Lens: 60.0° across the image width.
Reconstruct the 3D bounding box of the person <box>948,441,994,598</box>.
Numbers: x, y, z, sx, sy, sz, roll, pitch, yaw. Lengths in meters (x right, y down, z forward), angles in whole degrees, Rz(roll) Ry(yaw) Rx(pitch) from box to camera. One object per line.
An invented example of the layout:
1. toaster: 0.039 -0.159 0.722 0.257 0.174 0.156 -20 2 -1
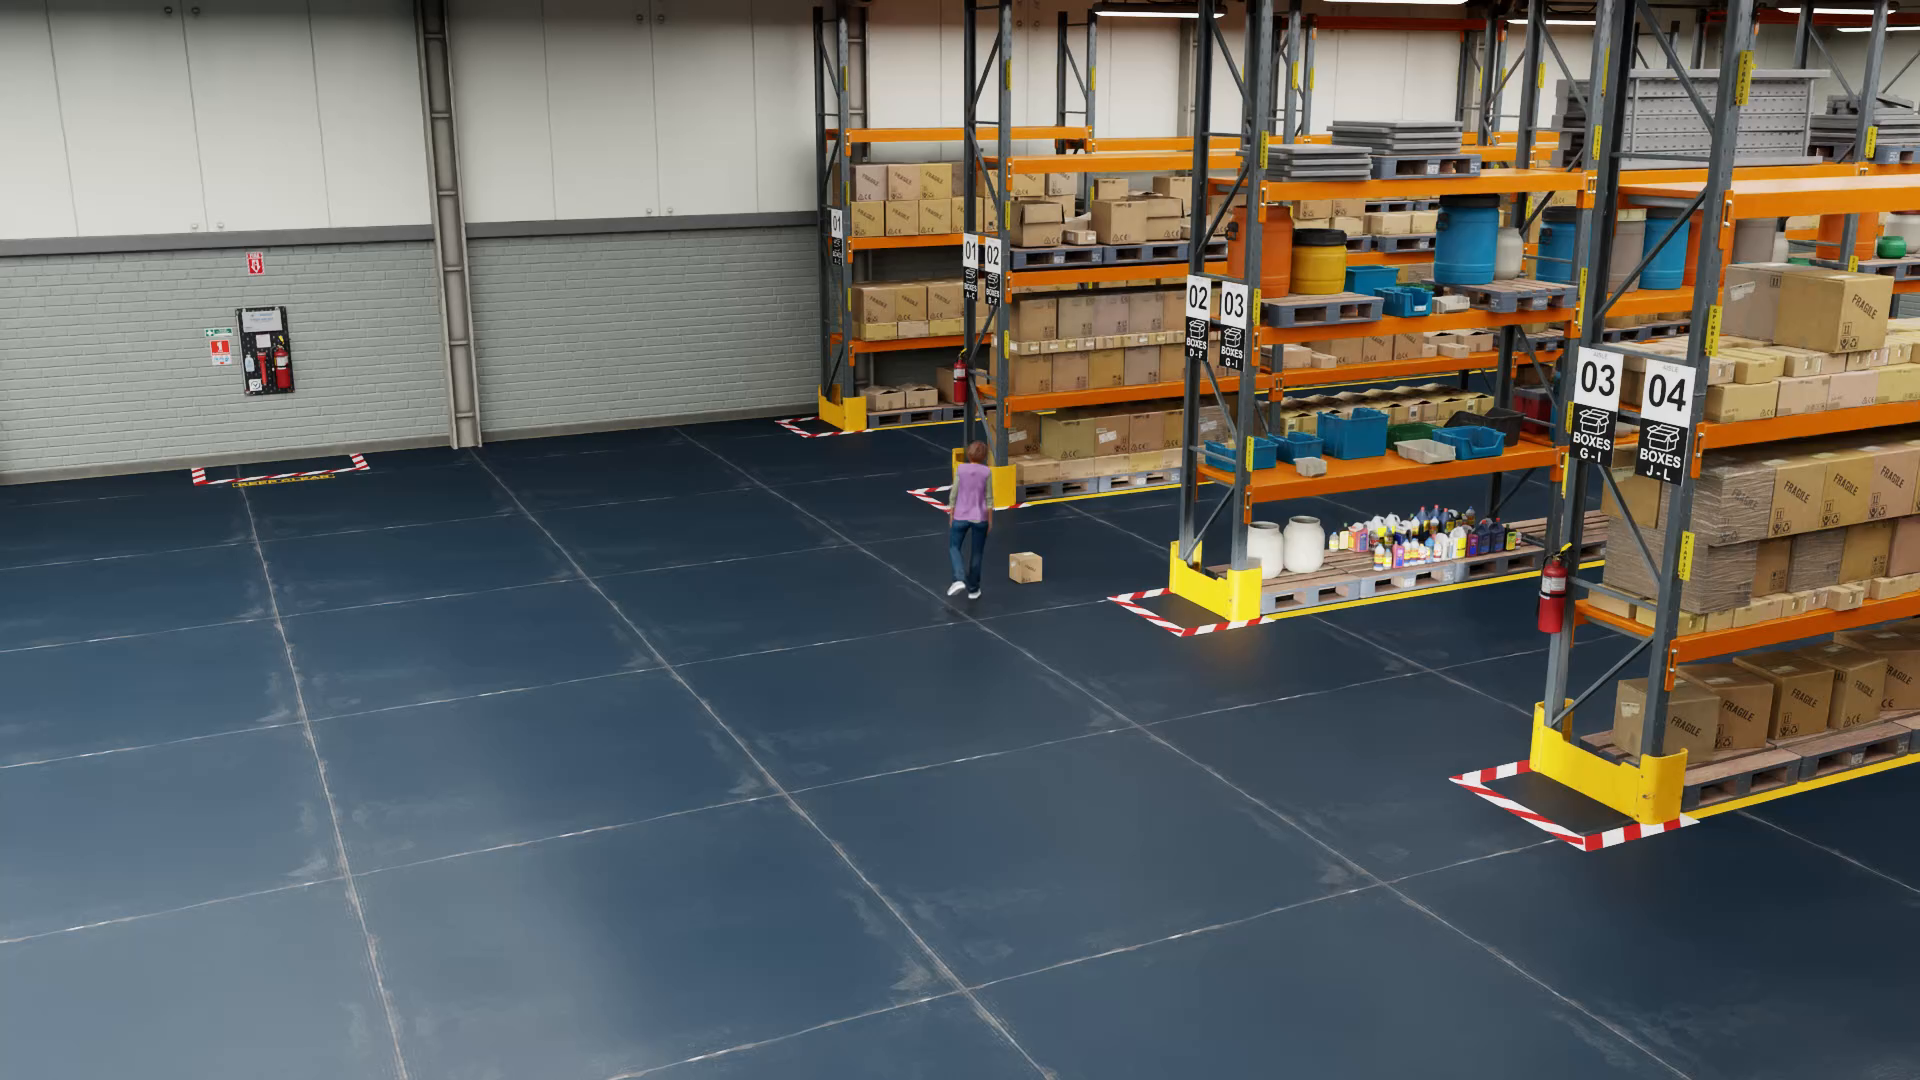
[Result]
1. person: 0.108 -0.170 16.296 0.447 1.591 0.561 1 16 2
